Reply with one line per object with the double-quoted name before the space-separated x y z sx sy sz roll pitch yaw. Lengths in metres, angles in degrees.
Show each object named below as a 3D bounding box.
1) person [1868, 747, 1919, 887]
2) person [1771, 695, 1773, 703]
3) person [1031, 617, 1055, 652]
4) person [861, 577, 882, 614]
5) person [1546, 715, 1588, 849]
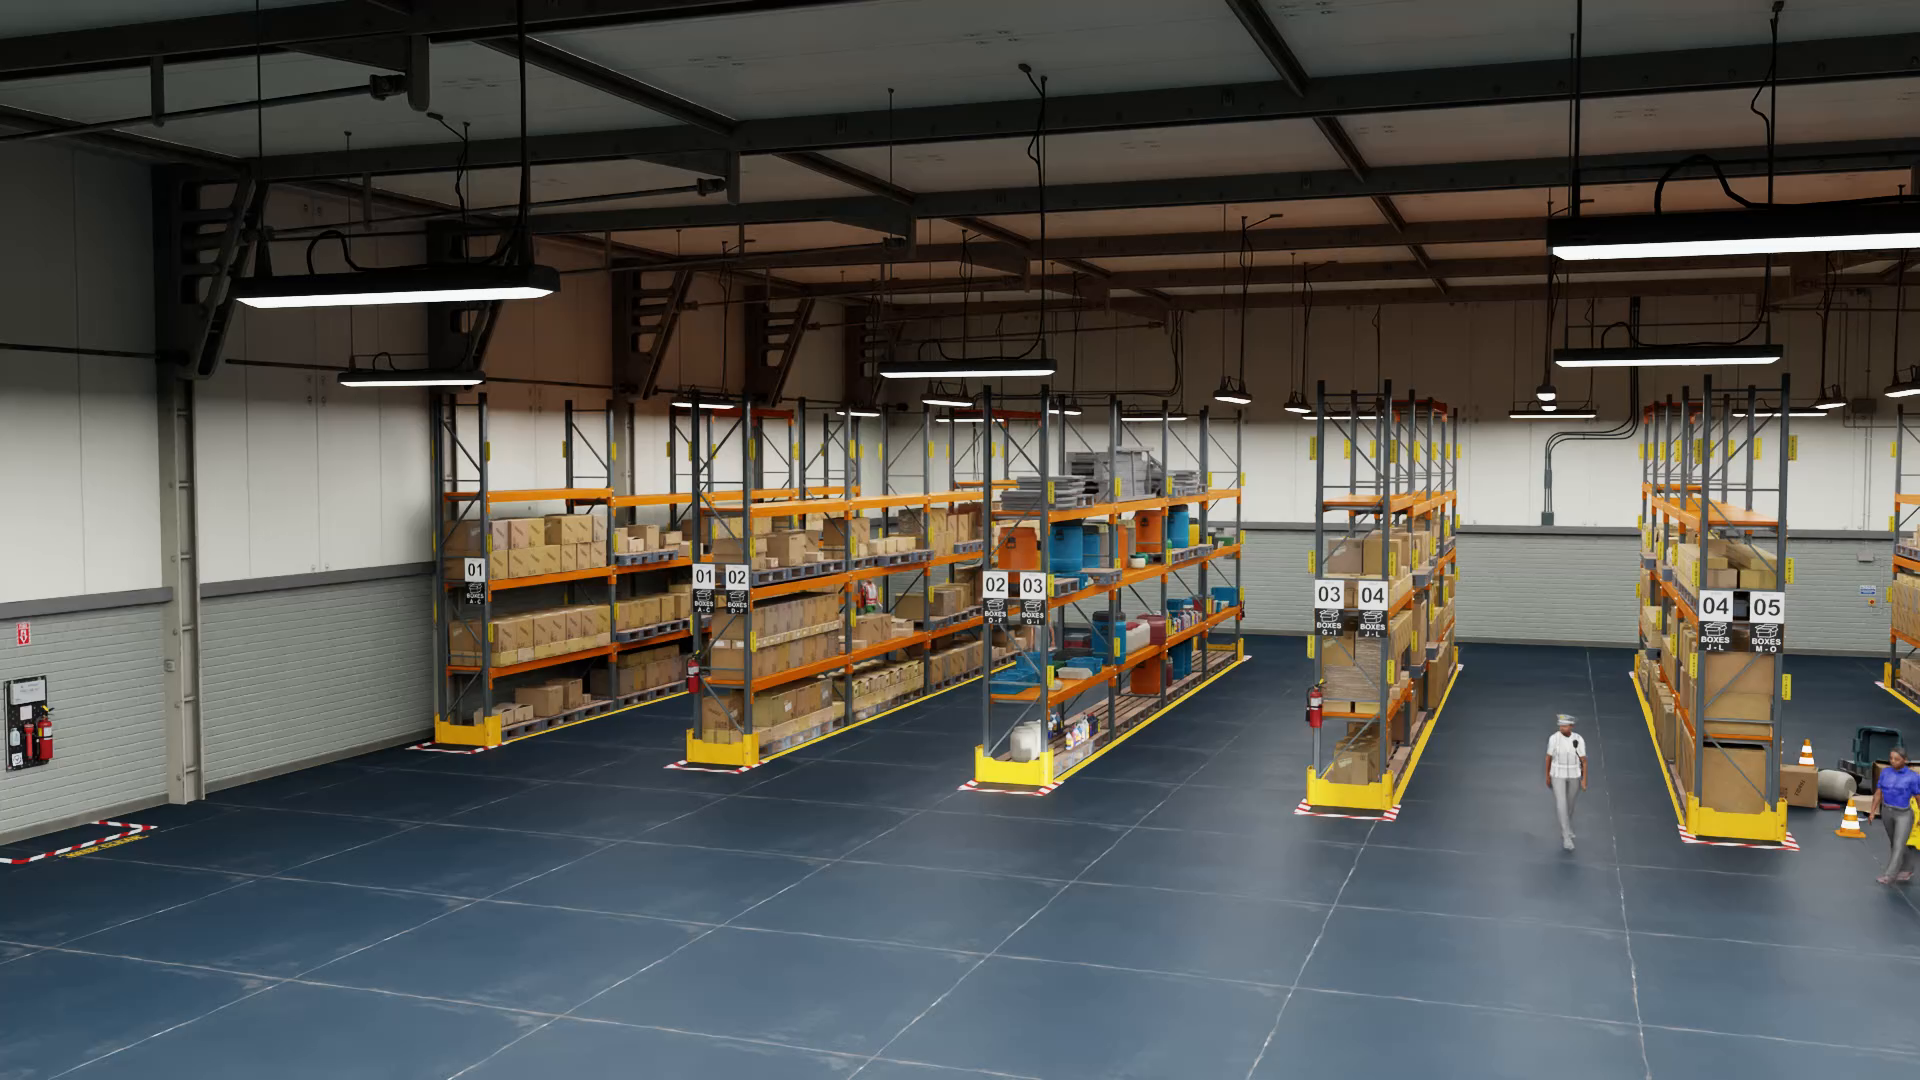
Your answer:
"person" 10.719 3.167 19.093 1.063 1.595 0.473 -2 3 -29
"person" 15.848 2.374 32.791 0.581 1.780 0.553 1 3 19
"person" 1.693 2.094 34.825 0.481 1.545 0.965 2 3 27
"person" -2.422 1.753 44.632 1.072 1.751 0.551 2 4 39
"person" 7.737 3.033 21.178 0.474 1.637 0.883 0 3 9
